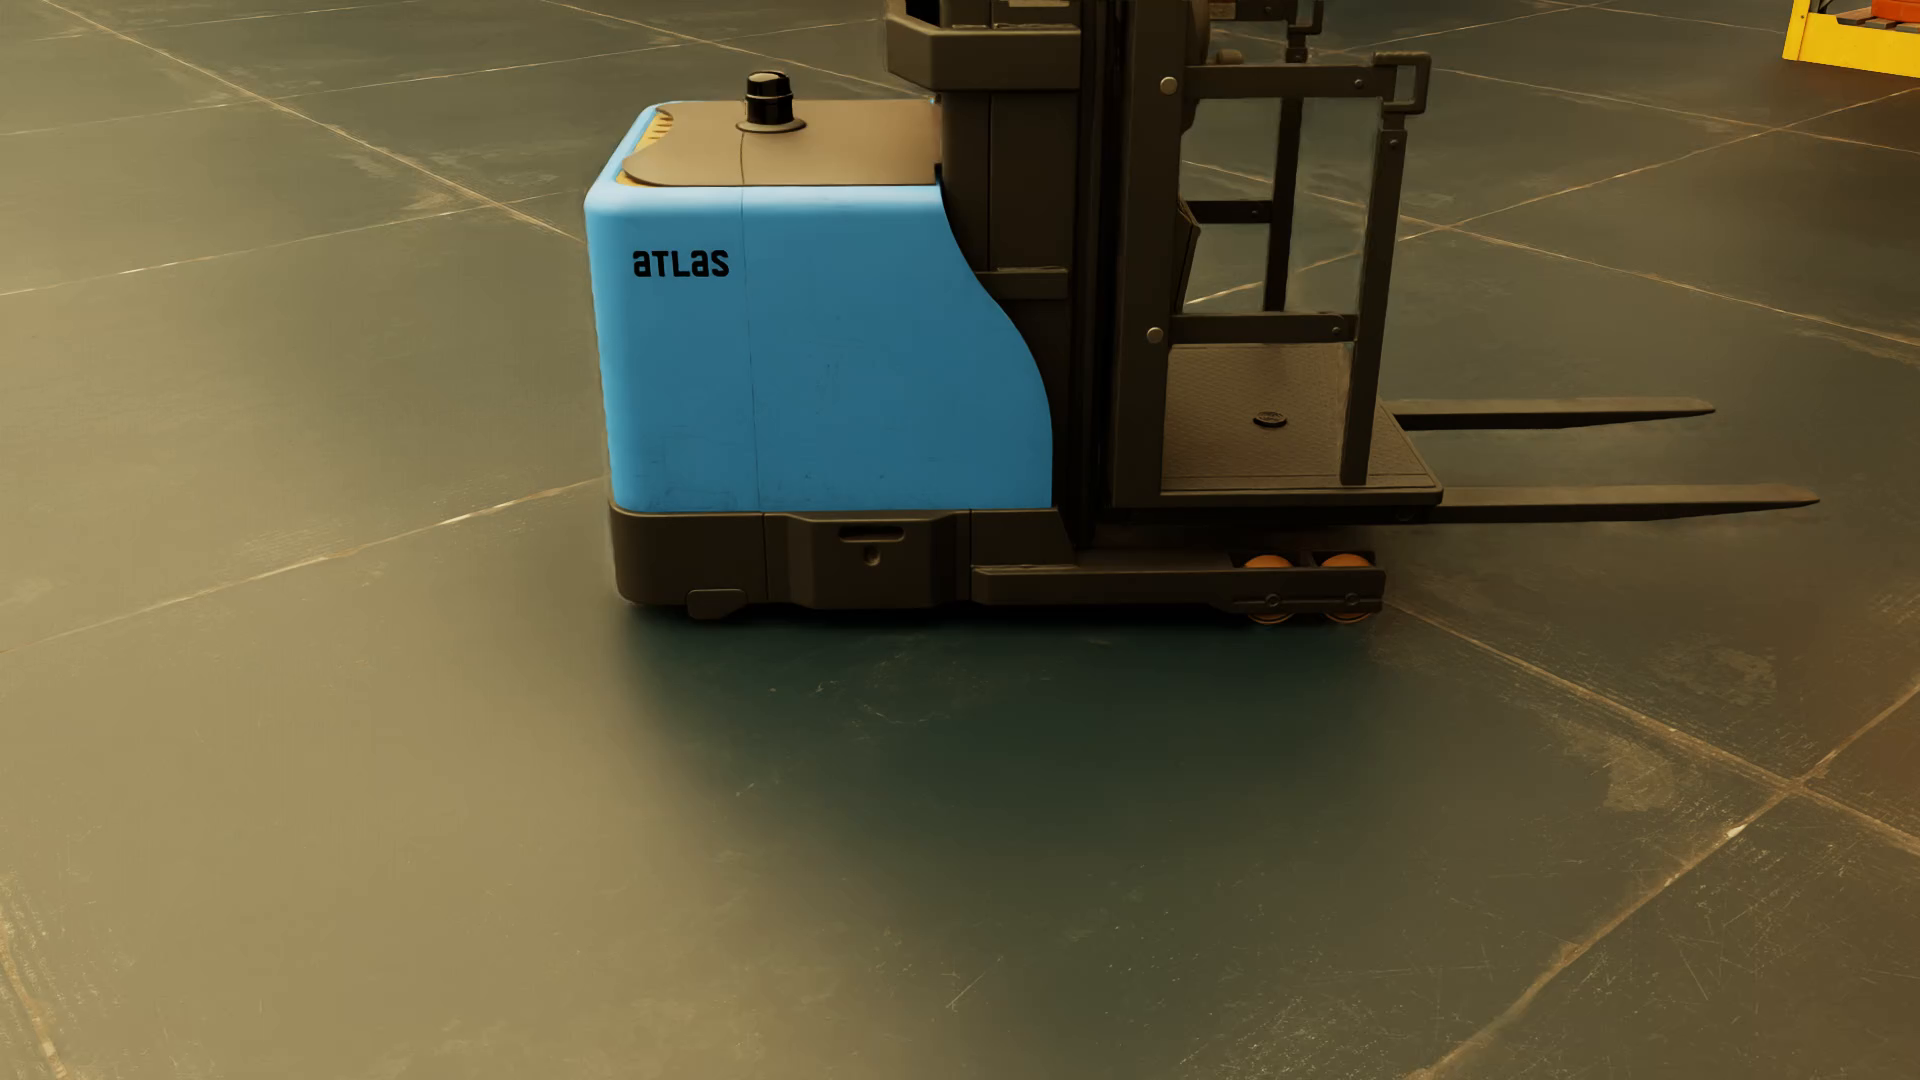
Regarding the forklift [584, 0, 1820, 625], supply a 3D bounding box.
[{"bbox_3d":[0.655,-1.342,3.909,3.031,2.935,1.130,-1,26,-2],"label":"forklift"}]
